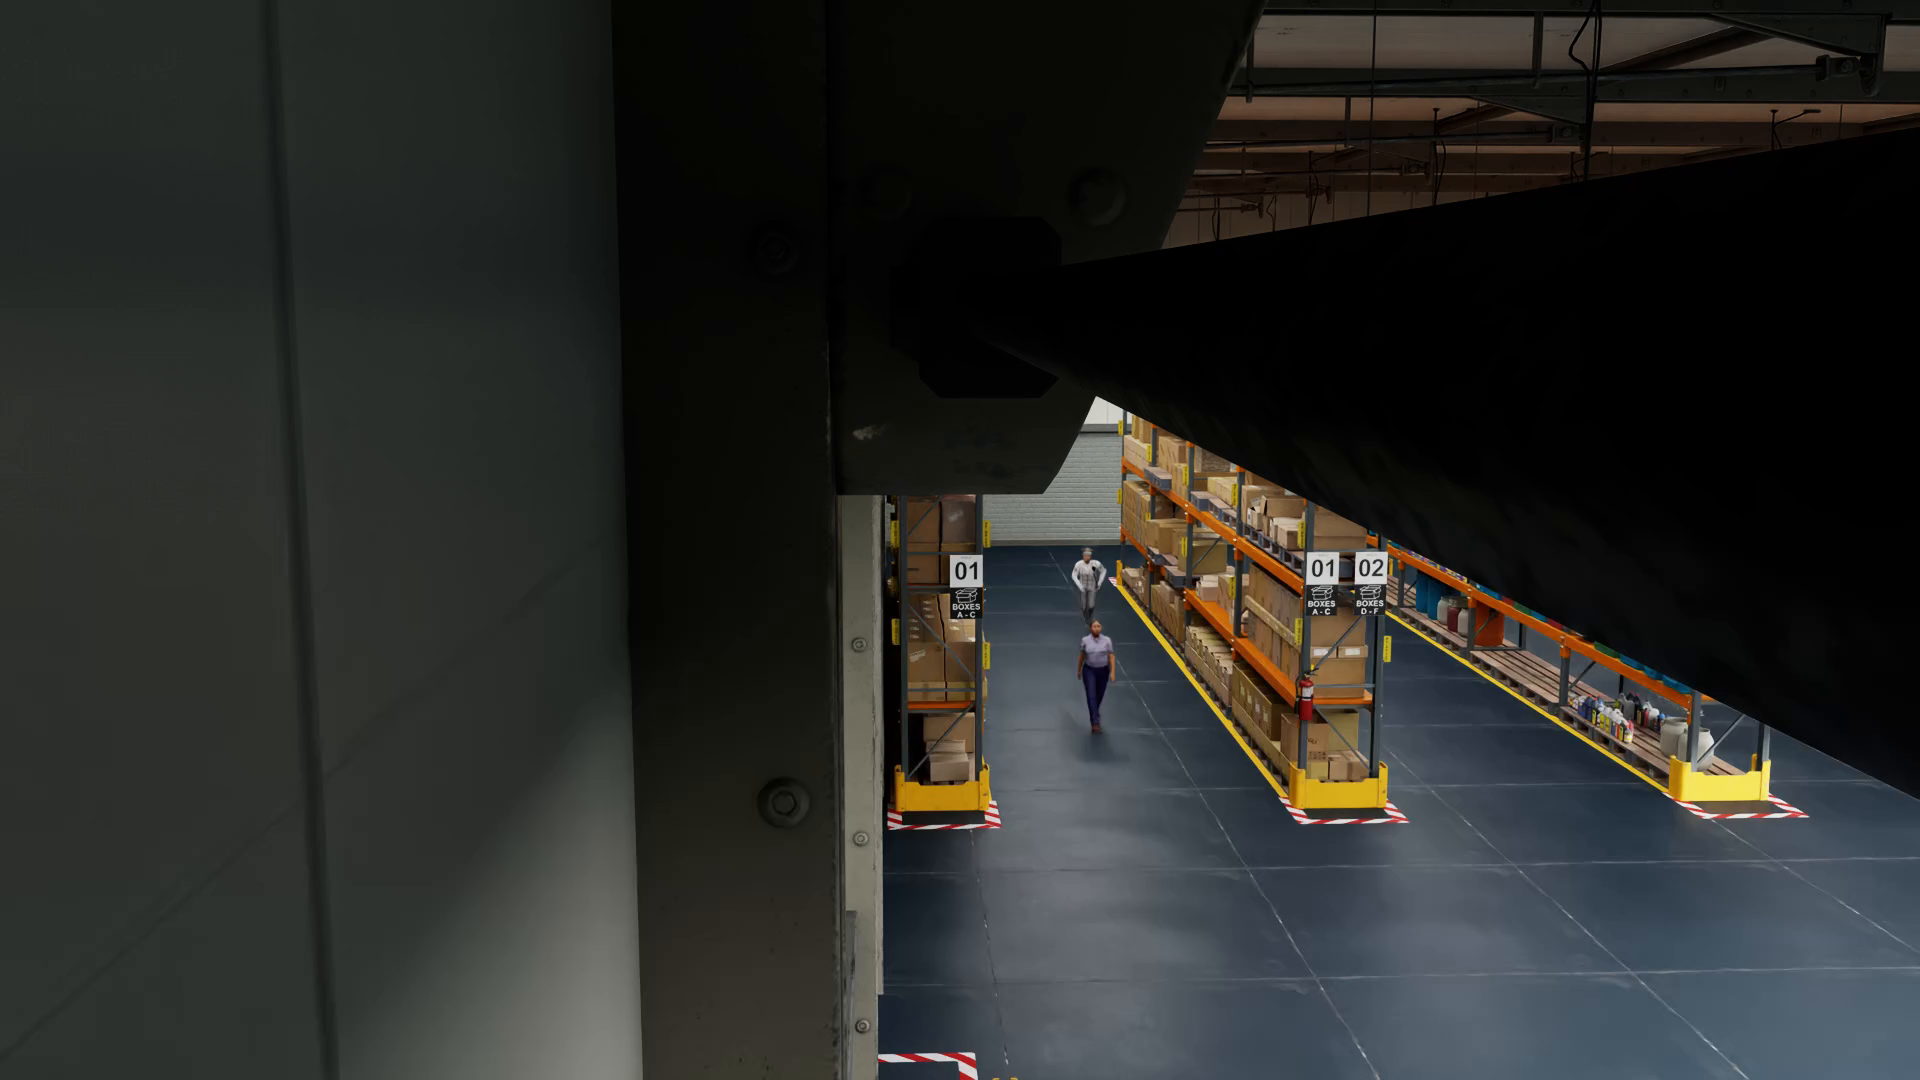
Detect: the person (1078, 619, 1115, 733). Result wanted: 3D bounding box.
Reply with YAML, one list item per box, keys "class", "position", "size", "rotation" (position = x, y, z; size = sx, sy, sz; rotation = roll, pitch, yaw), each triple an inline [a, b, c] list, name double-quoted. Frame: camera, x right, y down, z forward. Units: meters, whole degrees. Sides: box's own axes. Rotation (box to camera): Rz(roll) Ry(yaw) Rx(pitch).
- class: "person"
  position: [2.021, 1.946, 24.395]
  size: [0.476, 1.579, 1.064]
  rotation: [-2, 9, -12]

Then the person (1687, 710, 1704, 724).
- class: "person"
  position: [11.037, 1.903, 24.840]
  size: [0.453, 1.629, 0.539]
  rotation: [-1, 8, -6]

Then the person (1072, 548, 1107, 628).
- class: "person"
  position: [2.447, 0.905, 31.516]
  size: [0.644, 1.602, 0.697]
  rotation: [1, 9, 9]
